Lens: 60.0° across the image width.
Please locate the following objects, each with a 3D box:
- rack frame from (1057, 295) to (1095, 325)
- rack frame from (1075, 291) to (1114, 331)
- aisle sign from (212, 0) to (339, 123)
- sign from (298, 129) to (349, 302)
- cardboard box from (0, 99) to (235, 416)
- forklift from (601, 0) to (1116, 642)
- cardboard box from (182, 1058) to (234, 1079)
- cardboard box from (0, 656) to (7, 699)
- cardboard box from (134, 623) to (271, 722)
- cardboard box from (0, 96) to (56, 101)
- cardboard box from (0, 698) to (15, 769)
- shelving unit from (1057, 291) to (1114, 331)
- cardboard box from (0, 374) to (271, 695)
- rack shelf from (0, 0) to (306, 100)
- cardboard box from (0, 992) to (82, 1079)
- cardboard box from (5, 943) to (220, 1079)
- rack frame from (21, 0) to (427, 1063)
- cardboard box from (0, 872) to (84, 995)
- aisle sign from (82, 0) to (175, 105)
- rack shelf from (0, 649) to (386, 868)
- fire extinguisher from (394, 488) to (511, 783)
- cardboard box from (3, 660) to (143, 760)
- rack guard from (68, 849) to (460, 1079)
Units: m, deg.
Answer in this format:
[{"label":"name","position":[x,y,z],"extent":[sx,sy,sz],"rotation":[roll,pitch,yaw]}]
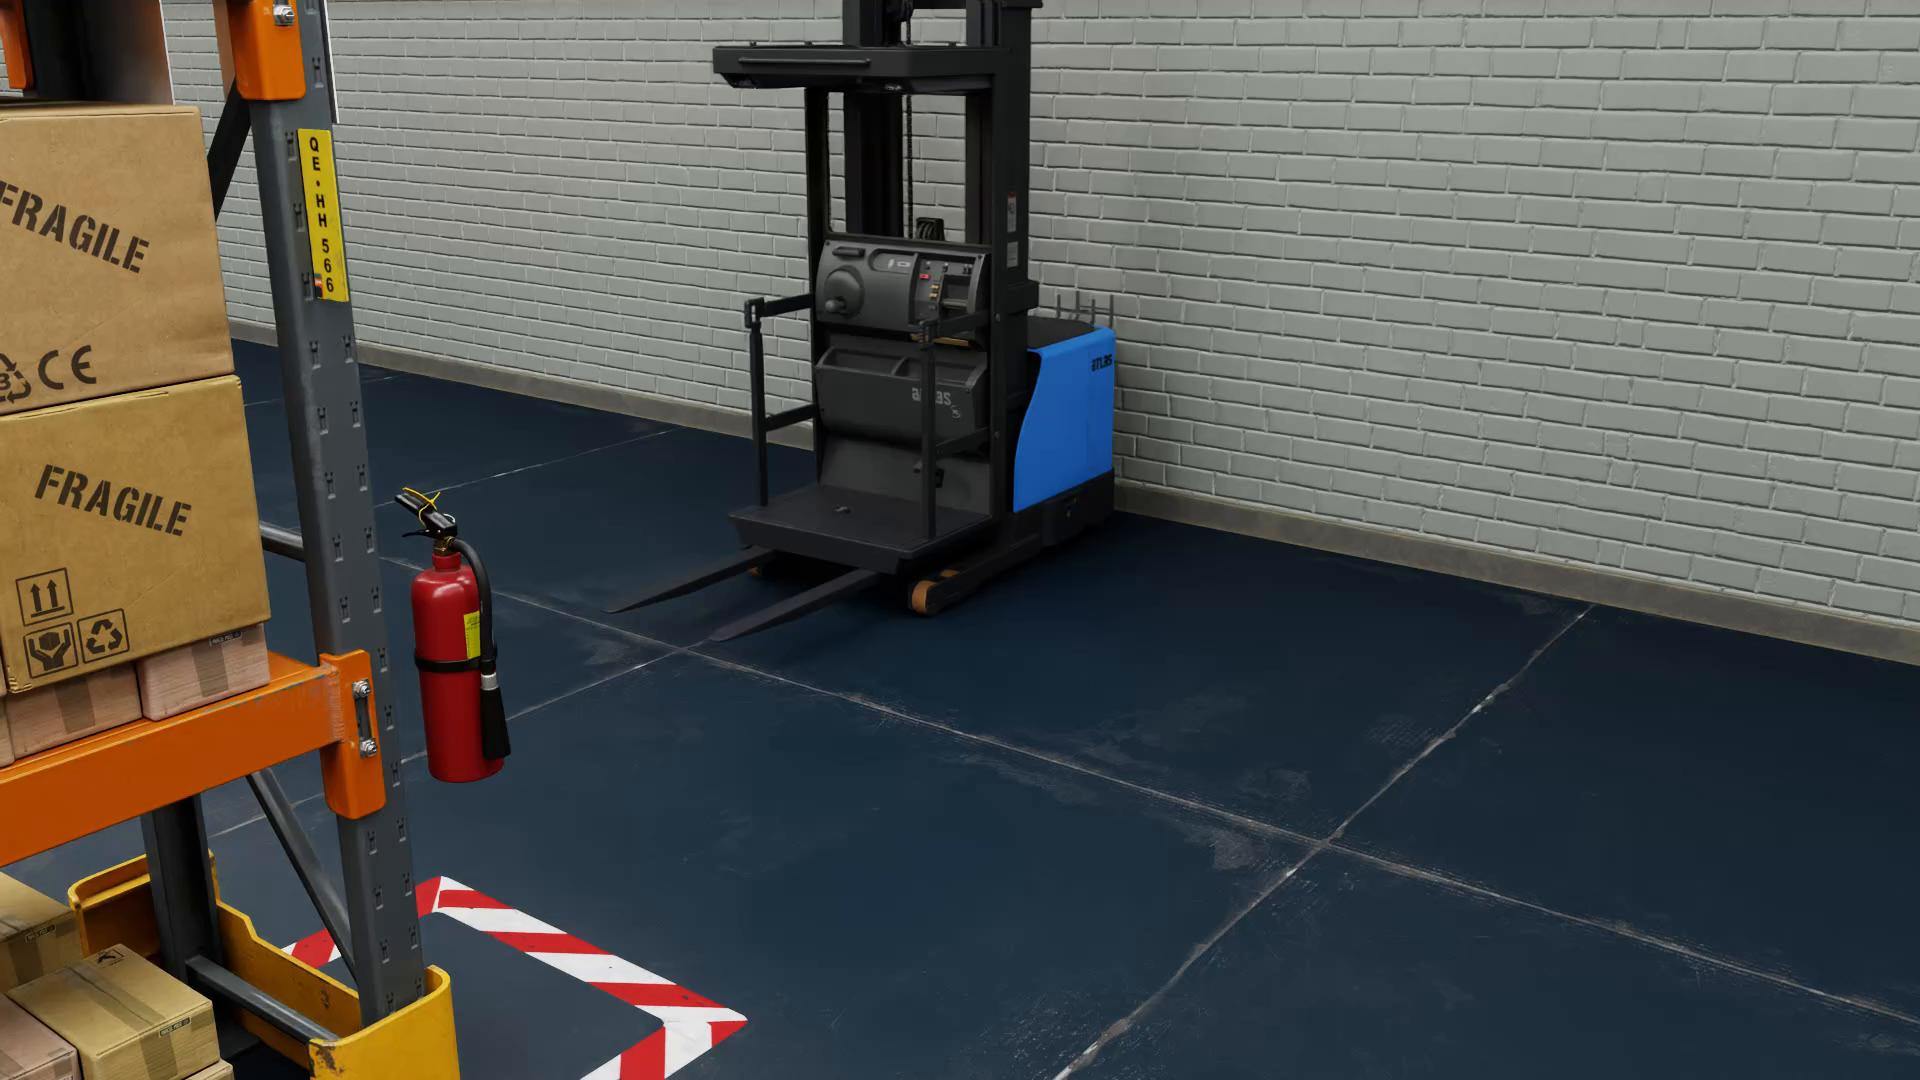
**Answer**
[{"label":"rack frame","position":[0.620,-0.724,9.053],"extent":[0.240,1.200,0.006],"rotation":[13,21,35]},{"label":"rack frame","position":[0.730,-0.768,9.193],"extent":[0.240,1.200,0.006],"rotation":[13,21,35]},{"label":"aisle sign","position":[-1.383,-1.232,3.271],"extent":[0.394,0.787,0.004],"rotation":[12,21,35]},{"label":"sign","position":[-1.233,-0.627,3.221],"extent":[0.100,0.325,0.005],"rotation":[12,21,35]},{"label":"cardboard box","position":[-1.740,-0.541,3.071],"extent":[0.500,0.500,0.500],"rotation":[12,21,34]},{"label":"forklift","position":[-0.404,-1.209,7.694],"extent":[1.130,2.935,3.031],"rotation":[11,20,32]},{"label":"cardboard box","position":[-1.752,1.169,3.520],"extent":[0.380,0.149,0.250],"rotation":[12,21,33]},{"label":"cardboard box","position":[-2.039,0.058,2.829],"extent":[0.500,0.500,0.500],"rotation":[12,21,34]},{"label":"cardboard box","position":[-1.634,0.221,3.397],"extent":[0.380,0.149,0.250],"rotation":[12,21,35]},{"label":"cardboard box","position":[-2.148,-0.634,3.371],"extent":[0.500,0.500,0.500],"rotation":[12,21,34]},{"label":"cardboard box","position":[-1.950,0.336,3.027],"extent":[0.380,0.149,0.250],"rotation":[12,21,34]},{"label":"shelving unit","position":[0.675,-0.746,9.123],"extent":[0.258,1.200,0.189],"rotation":[13,21,35]},{"label":"cardboard box","position":[-1.728,-0.064,3.221],"extent":[0.500,0.500,0.500],"rotation":[13,21,36]},{"label":"rack shelf","position":[-2.859,-0.639,1.899],"extent":[1.077,0.370,4.000],"rotation":[12,21,35]},{"label":"cardboard box","position":[-1.975,1.071,3.333],"extent":[0.380,0.149,0.250],"rotation":[13,21,36]},{"label":"cardboard box","position":[-1.779,1.021,3.493],"extent":[0.380,0.149,0.250],"rotation":[13,21,35]},{"label":"rack frame","position":[-1.667,-0.026,3.771],"extent":[1.000,3.000,0.127],"rotation":[12,21,35]},{"label":"cardboard box","position":[-2.252,0.915,3.835],"extent":[0.380,0.149,0.250],"rotation":[11,21,32]},{"label":"aisle sign","position":[-1.865,-1.338,3.612],"extent":[0.394,0.787,0.004],"rotation":[12,21,35]},{"label":"rack shelf","position":[-2.859,0.793,2.344],"extent":[1.077,0.370,4.000],"rotation":[12,21,35]},{"label":"fire extinguisher","position":[-1.146,0.210,3.768],"extent":[0.296,0.674,0.183],"rotation":[12,21,35]},{"label":"cardboard box","position":[-1.813,0.274,3.228],"extent":[0.380,0.149,0.250],"rotation":[12,21,35]},{"label":"rack guard","position":[-1.712,1.185,4.083],"extent":[1.175,0.500,0.348],"rotation":[12,21,35]}]
